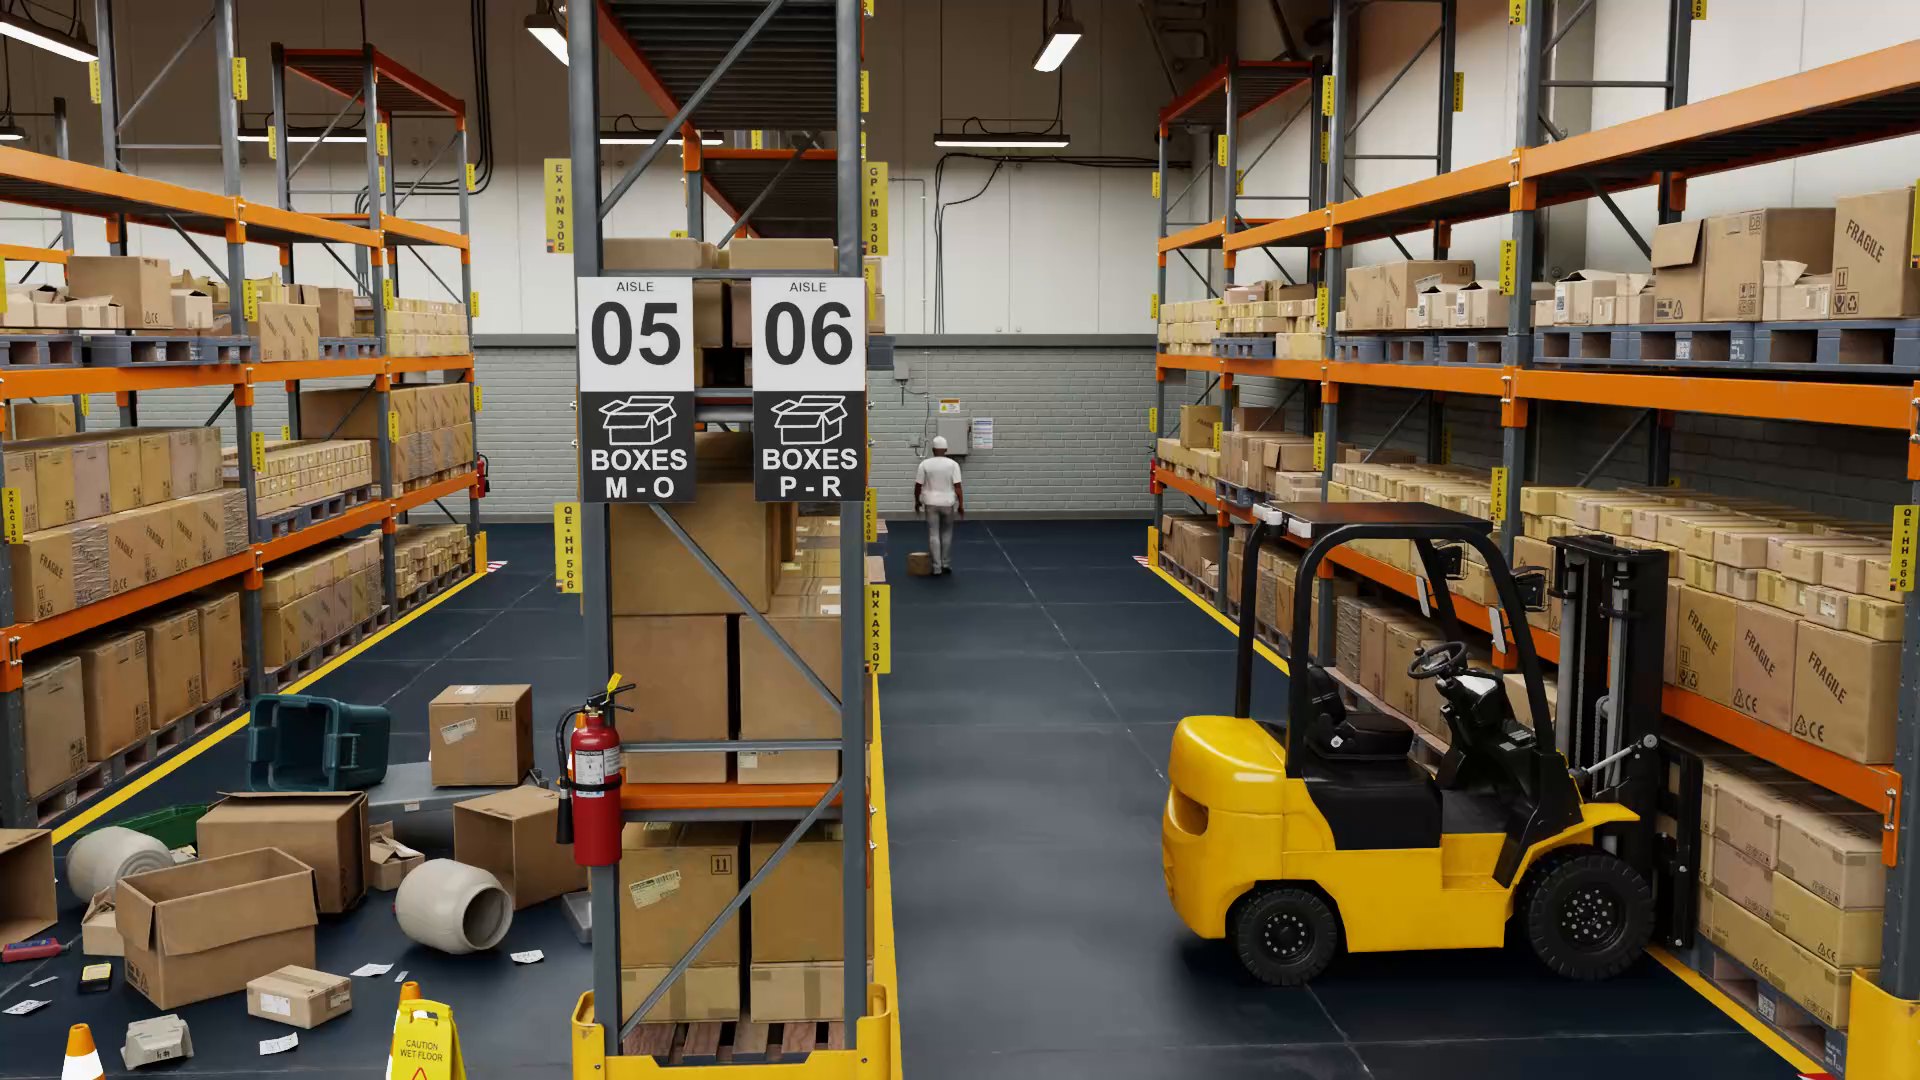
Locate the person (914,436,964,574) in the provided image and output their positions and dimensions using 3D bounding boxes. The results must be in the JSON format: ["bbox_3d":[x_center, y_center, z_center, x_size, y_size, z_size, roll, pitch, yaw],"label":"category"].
[{"bbox_3d":[-0.274,-0.437,21.336,0.626,1.797,0.755,-1,7,-5],"label":"person"}]
